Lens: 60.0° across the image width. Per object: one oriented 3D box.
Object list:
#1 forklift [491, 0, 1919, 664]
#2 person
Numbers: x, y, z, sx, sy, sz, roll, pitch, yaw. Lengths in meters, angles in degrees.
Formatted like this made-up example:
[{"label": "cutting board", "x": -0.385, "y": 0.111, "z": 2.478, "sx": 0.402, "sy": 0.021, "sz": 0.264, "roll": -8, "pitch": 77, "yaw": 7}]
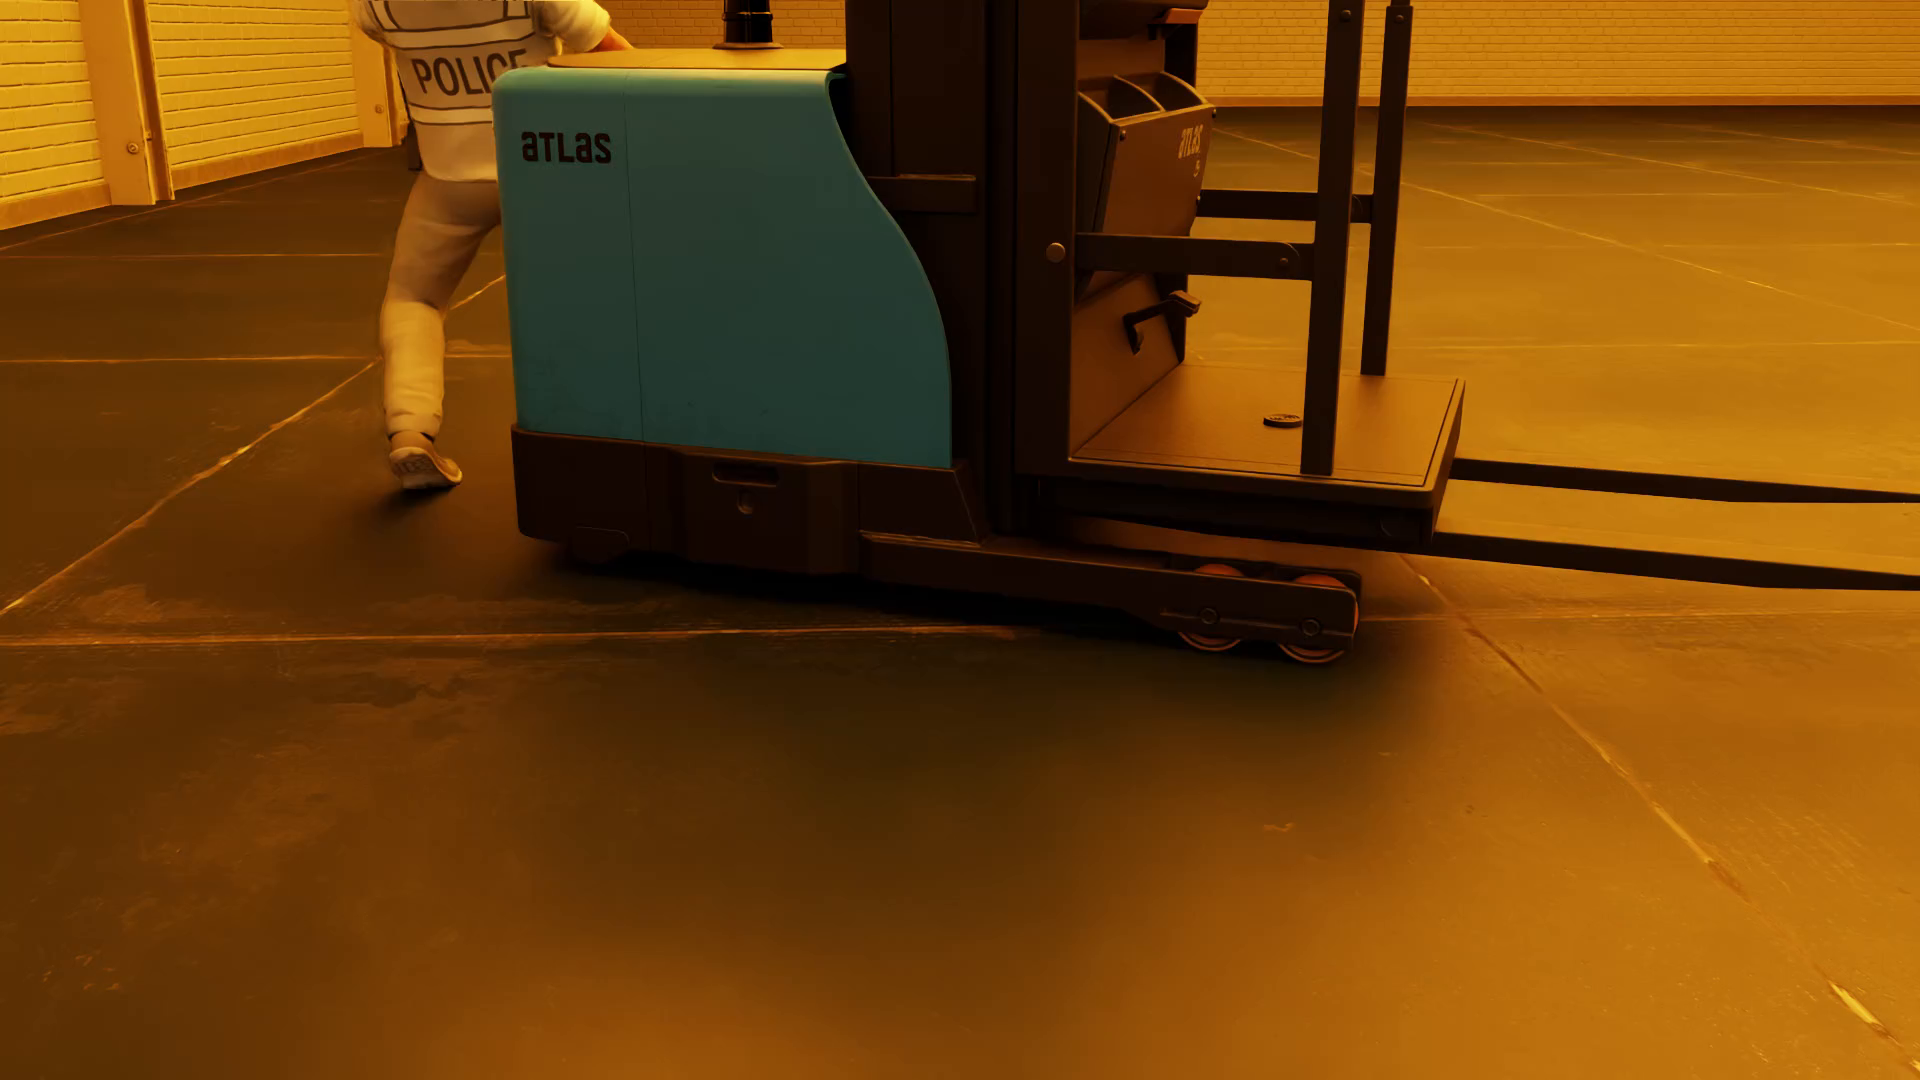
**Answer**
[{"label": "forklift", "x": 0.576, "y": -1.343, "z": 3.296, "sx": 3.031, "sy": 2.935, "sz": 1.130, "roll": 6, "pitch": 18, "yaw": 18}, {"label": "person", "x": -1.145, "y": -1.015, "z": 4.486, "sx": 0.868, "sy": 1.628, "sz": 0.895, "roll": -4, "pitch": 18, "yaw": -14}]
